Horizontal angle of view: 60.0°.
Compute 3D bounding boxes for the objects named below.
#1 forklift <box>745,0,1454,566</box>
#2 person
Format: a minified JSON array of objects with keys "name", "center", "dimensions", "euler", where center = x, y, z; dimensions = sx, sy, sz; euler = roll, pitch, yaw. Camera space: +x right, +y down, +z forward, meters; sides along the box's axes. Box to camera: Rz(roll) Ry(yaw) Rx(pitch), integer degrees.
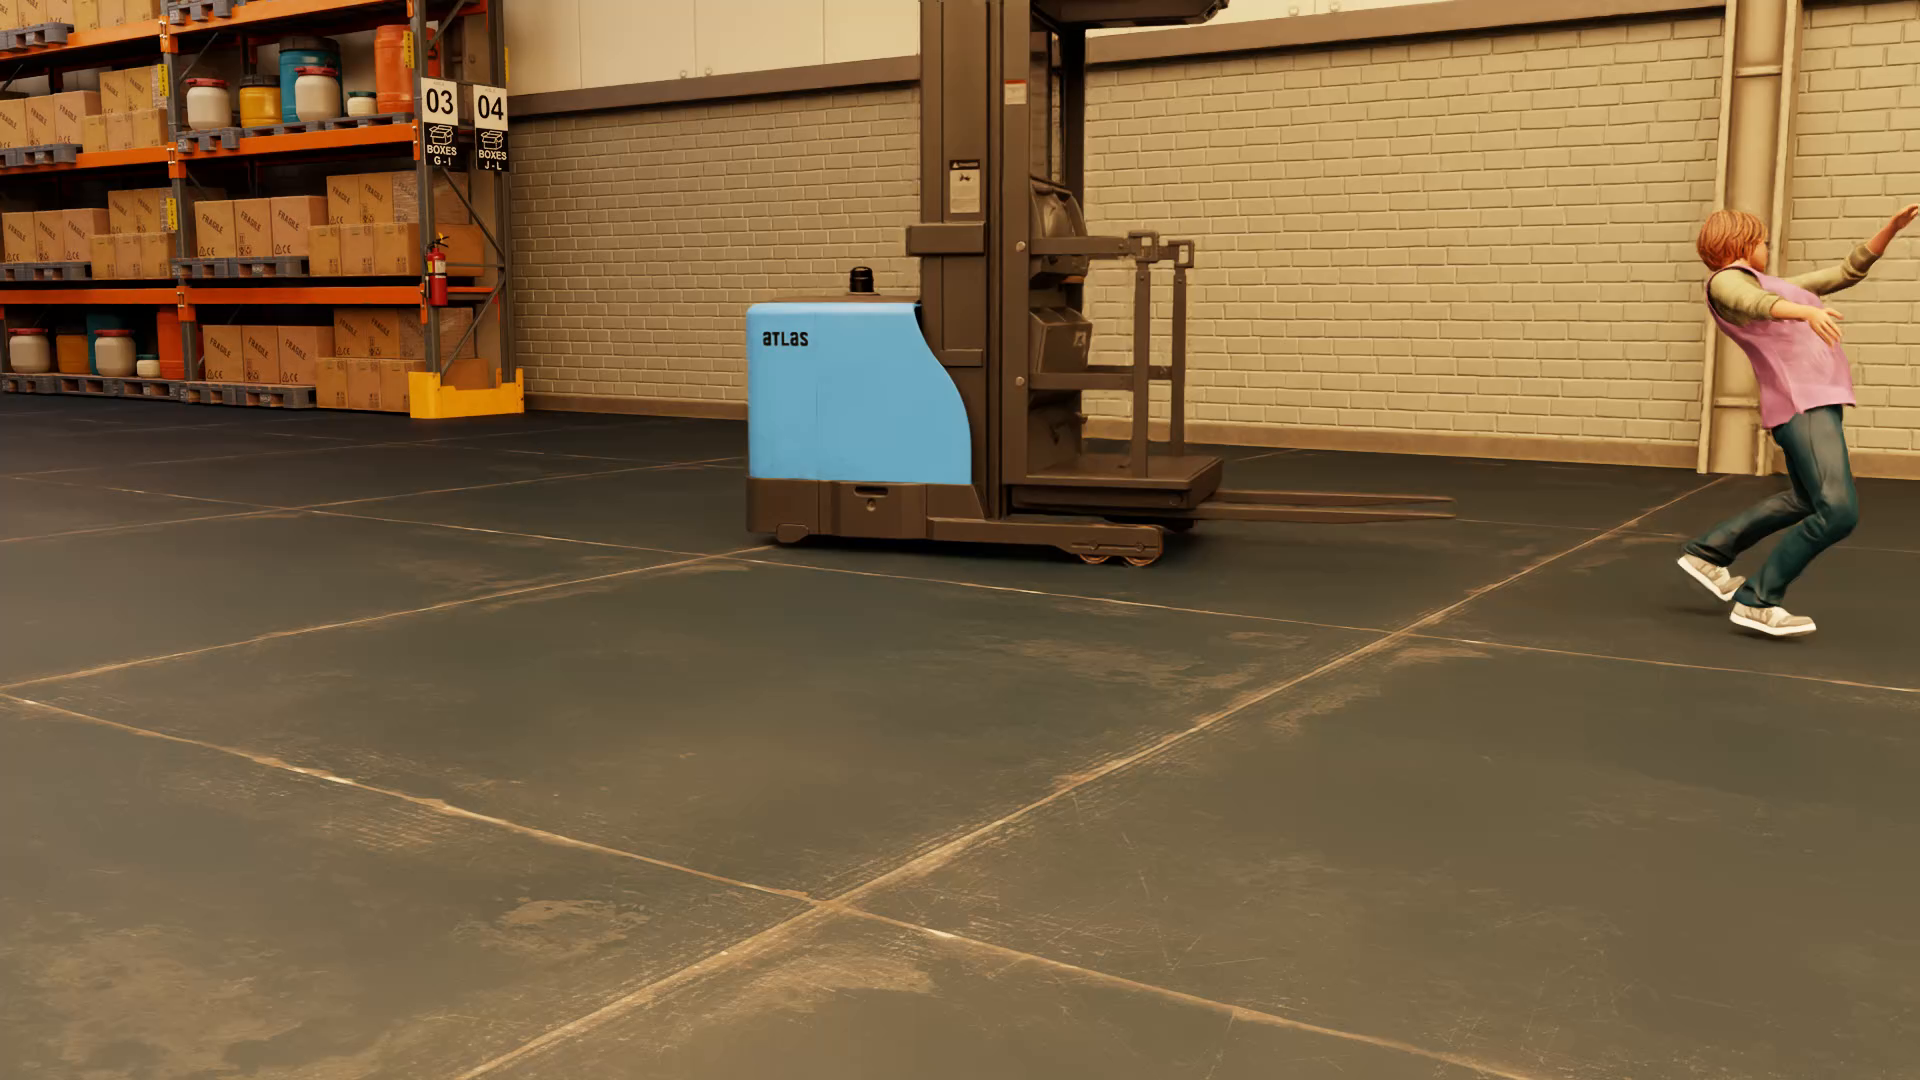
[{"name":"forklift","center":[0.622,-1.428,7.234],"dimensions":[3.031,2.935,1.130],"euler":[2,8,16]},{"name":"person","center":[2.654,-0.362,5.297],"dimensions":[0.676,1.340,0.918],"euler":[4,9,27]}]
